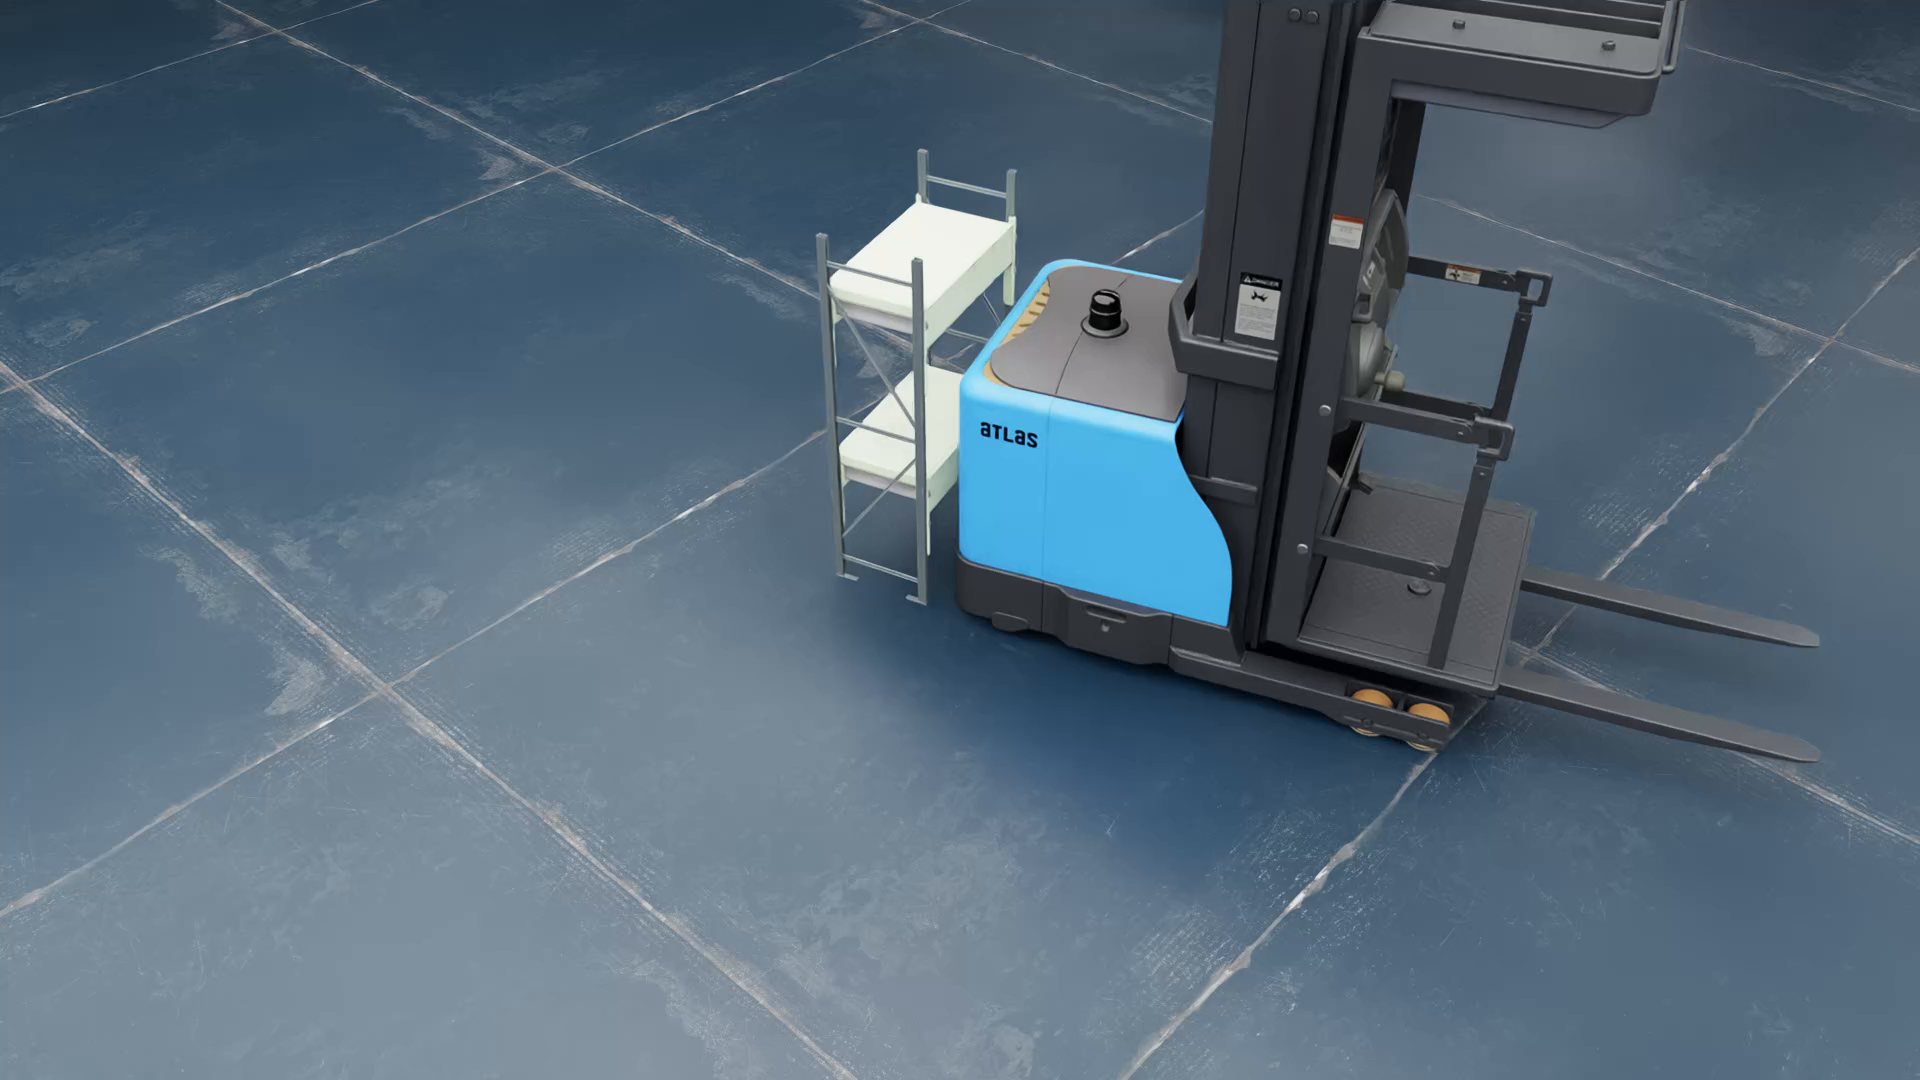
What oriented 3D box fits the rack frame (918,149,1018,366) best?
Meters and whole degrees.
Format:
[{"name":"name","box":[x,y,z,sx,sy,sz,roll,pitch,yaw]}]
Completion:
[{"name":"rack frame","box":[0.026,-0.801,6.552,0.400,1.500,0.023,18,42,21]}]

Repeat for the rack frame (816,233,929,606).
[{"name":"rack frame","box":[-0.305,-0.395,6.042,0.400,1.500,0.023,18,42,21]}]

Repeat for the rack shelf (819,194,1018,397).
[{"name":"rack shelf","box":[-0.140,-0.903,6.054,0.431,0.370,0.720,18,42,21]}]

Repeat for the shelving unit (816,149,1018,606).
[{"name":"shelving unit","box":[-0.140,-0.598,6.297,0.431,1.500,0.755,18,42,21]}]

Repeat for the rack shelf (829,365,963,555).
[{"name":"rack shelf","box":[-0.140,-0.343,6.500,0.431,0.370,0.720,18,42,21]}]

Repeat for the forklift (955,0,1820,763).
[{"name":"forklift","box":[1.551,-0.787,5.384,3.031,2.935,1.130,14,41,17]}]
